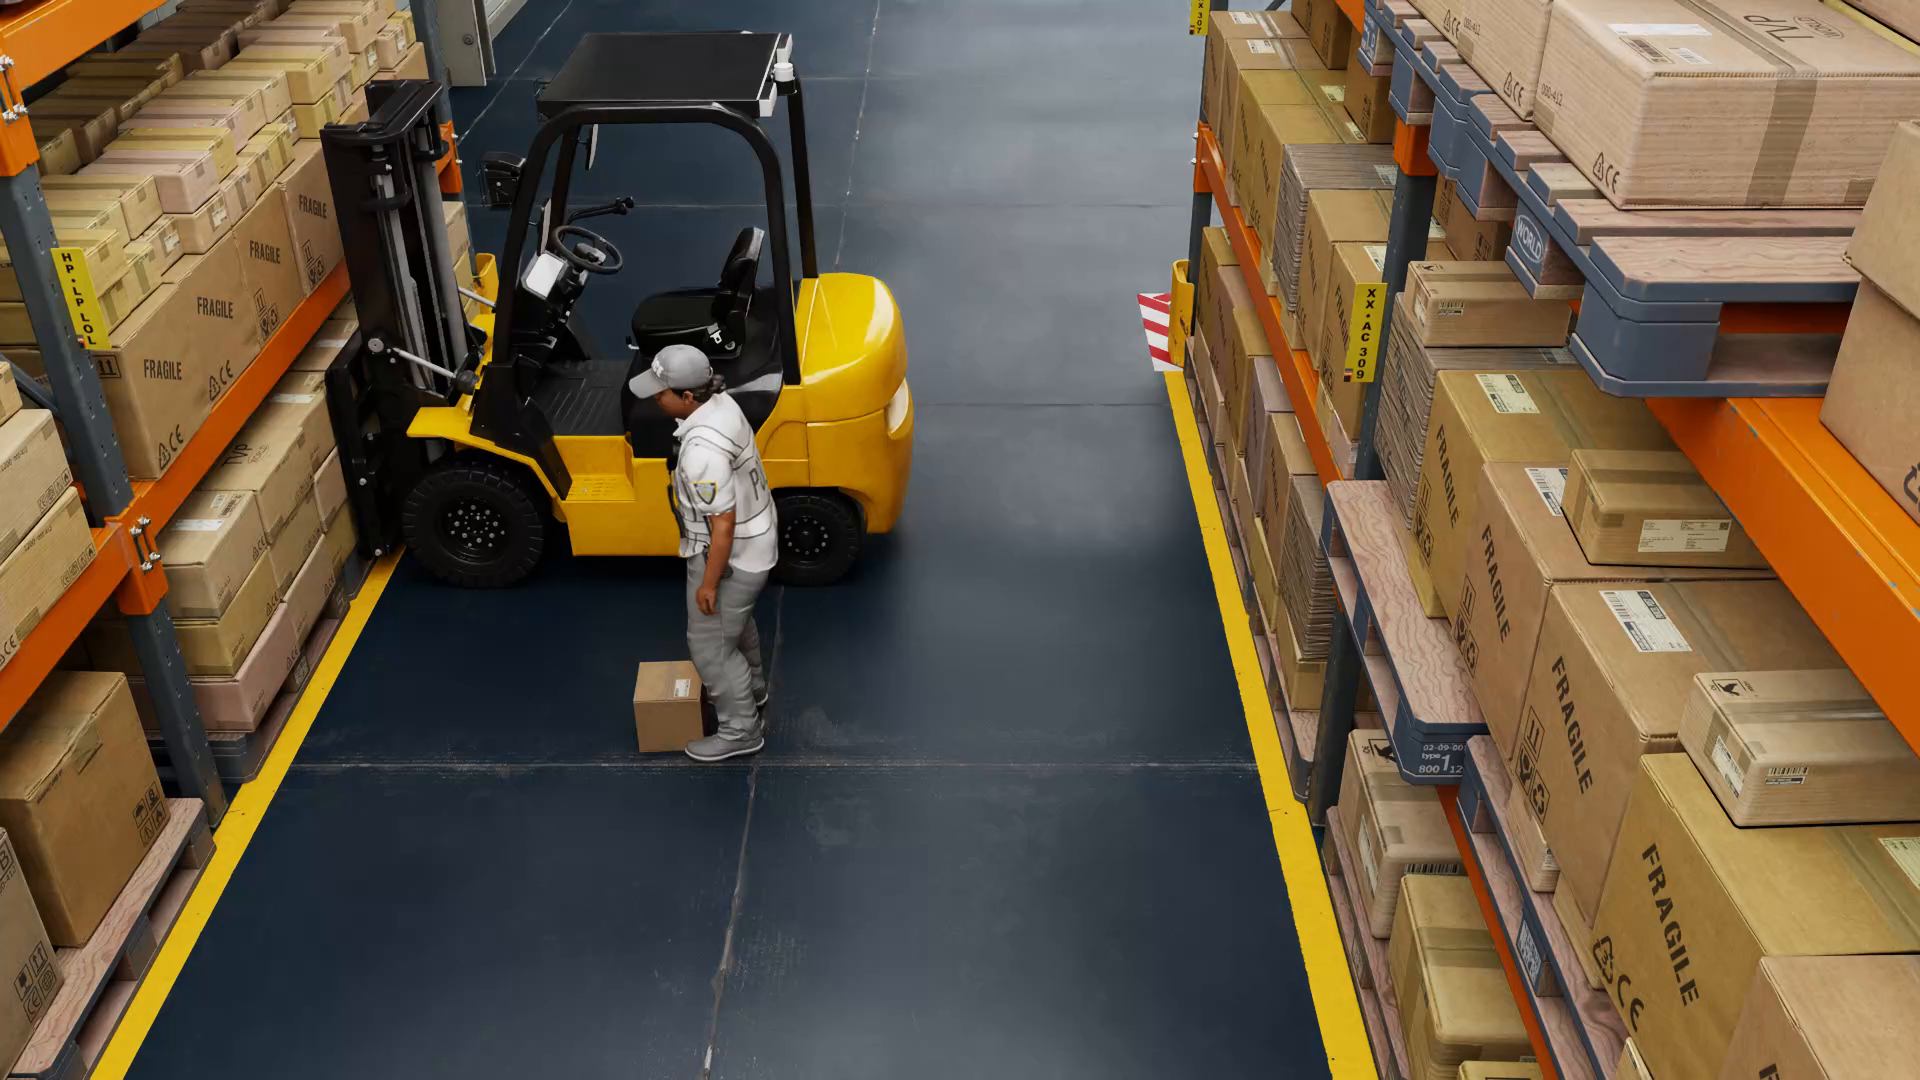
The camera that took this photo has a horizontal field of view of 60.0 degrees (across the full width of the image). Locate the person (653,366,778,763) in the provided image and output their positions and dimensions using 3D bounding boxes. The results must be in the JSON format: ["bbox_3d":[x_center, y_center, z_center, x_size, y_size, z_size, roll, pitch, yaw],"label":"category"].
[{"bbox_3d":[-0.862,0.041,6.076,0.399,1.652,0.564,-2,32,-3],"label":"person"}]
